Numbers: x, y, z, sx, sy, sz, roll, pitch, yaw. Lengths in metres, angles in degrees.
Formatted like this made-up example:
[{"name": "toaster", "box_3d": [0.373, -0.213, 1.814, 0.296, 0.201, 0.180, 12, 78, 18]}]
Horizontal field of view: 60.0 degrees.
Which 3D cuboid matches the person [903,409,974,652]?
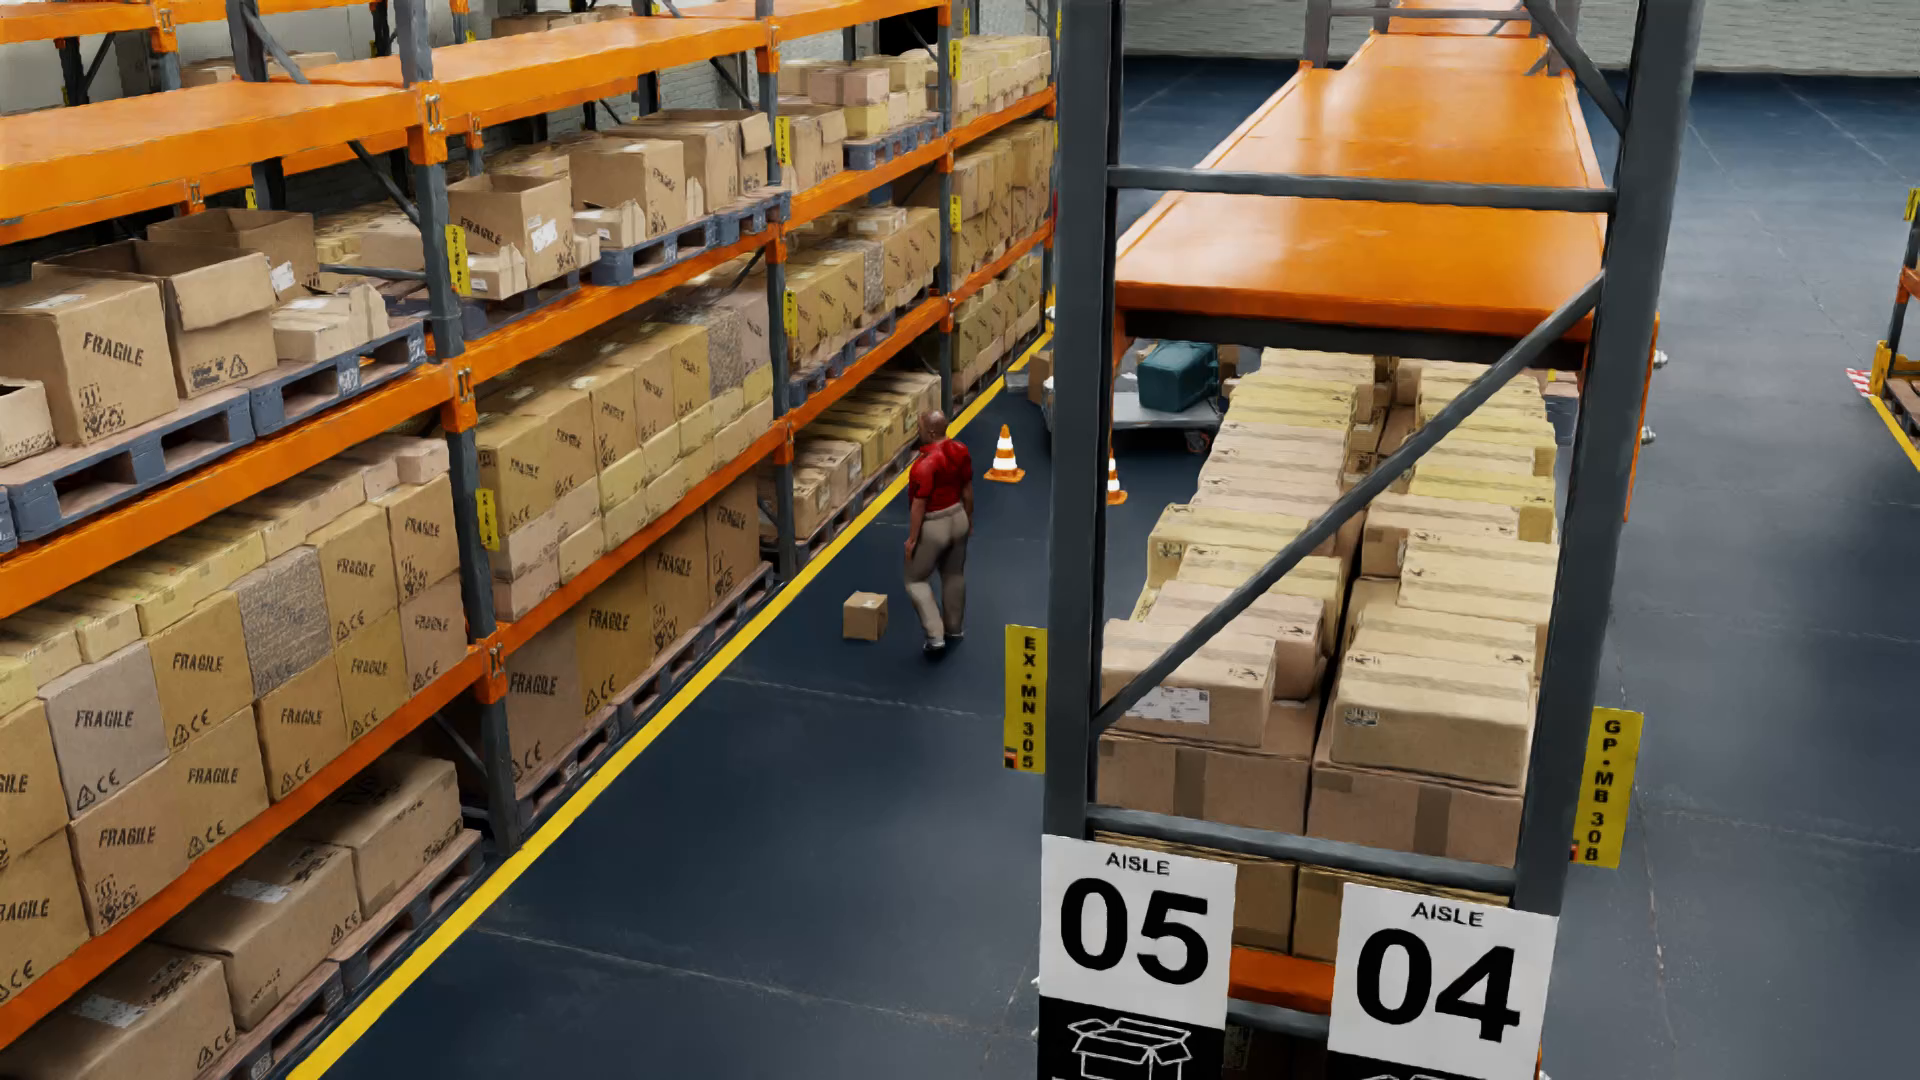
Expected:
[{"name": "person", "box_3d": [-0.151, -0.087, 11.356, 0.603, 1.719, 0.516, -20, 29, -40]}]
